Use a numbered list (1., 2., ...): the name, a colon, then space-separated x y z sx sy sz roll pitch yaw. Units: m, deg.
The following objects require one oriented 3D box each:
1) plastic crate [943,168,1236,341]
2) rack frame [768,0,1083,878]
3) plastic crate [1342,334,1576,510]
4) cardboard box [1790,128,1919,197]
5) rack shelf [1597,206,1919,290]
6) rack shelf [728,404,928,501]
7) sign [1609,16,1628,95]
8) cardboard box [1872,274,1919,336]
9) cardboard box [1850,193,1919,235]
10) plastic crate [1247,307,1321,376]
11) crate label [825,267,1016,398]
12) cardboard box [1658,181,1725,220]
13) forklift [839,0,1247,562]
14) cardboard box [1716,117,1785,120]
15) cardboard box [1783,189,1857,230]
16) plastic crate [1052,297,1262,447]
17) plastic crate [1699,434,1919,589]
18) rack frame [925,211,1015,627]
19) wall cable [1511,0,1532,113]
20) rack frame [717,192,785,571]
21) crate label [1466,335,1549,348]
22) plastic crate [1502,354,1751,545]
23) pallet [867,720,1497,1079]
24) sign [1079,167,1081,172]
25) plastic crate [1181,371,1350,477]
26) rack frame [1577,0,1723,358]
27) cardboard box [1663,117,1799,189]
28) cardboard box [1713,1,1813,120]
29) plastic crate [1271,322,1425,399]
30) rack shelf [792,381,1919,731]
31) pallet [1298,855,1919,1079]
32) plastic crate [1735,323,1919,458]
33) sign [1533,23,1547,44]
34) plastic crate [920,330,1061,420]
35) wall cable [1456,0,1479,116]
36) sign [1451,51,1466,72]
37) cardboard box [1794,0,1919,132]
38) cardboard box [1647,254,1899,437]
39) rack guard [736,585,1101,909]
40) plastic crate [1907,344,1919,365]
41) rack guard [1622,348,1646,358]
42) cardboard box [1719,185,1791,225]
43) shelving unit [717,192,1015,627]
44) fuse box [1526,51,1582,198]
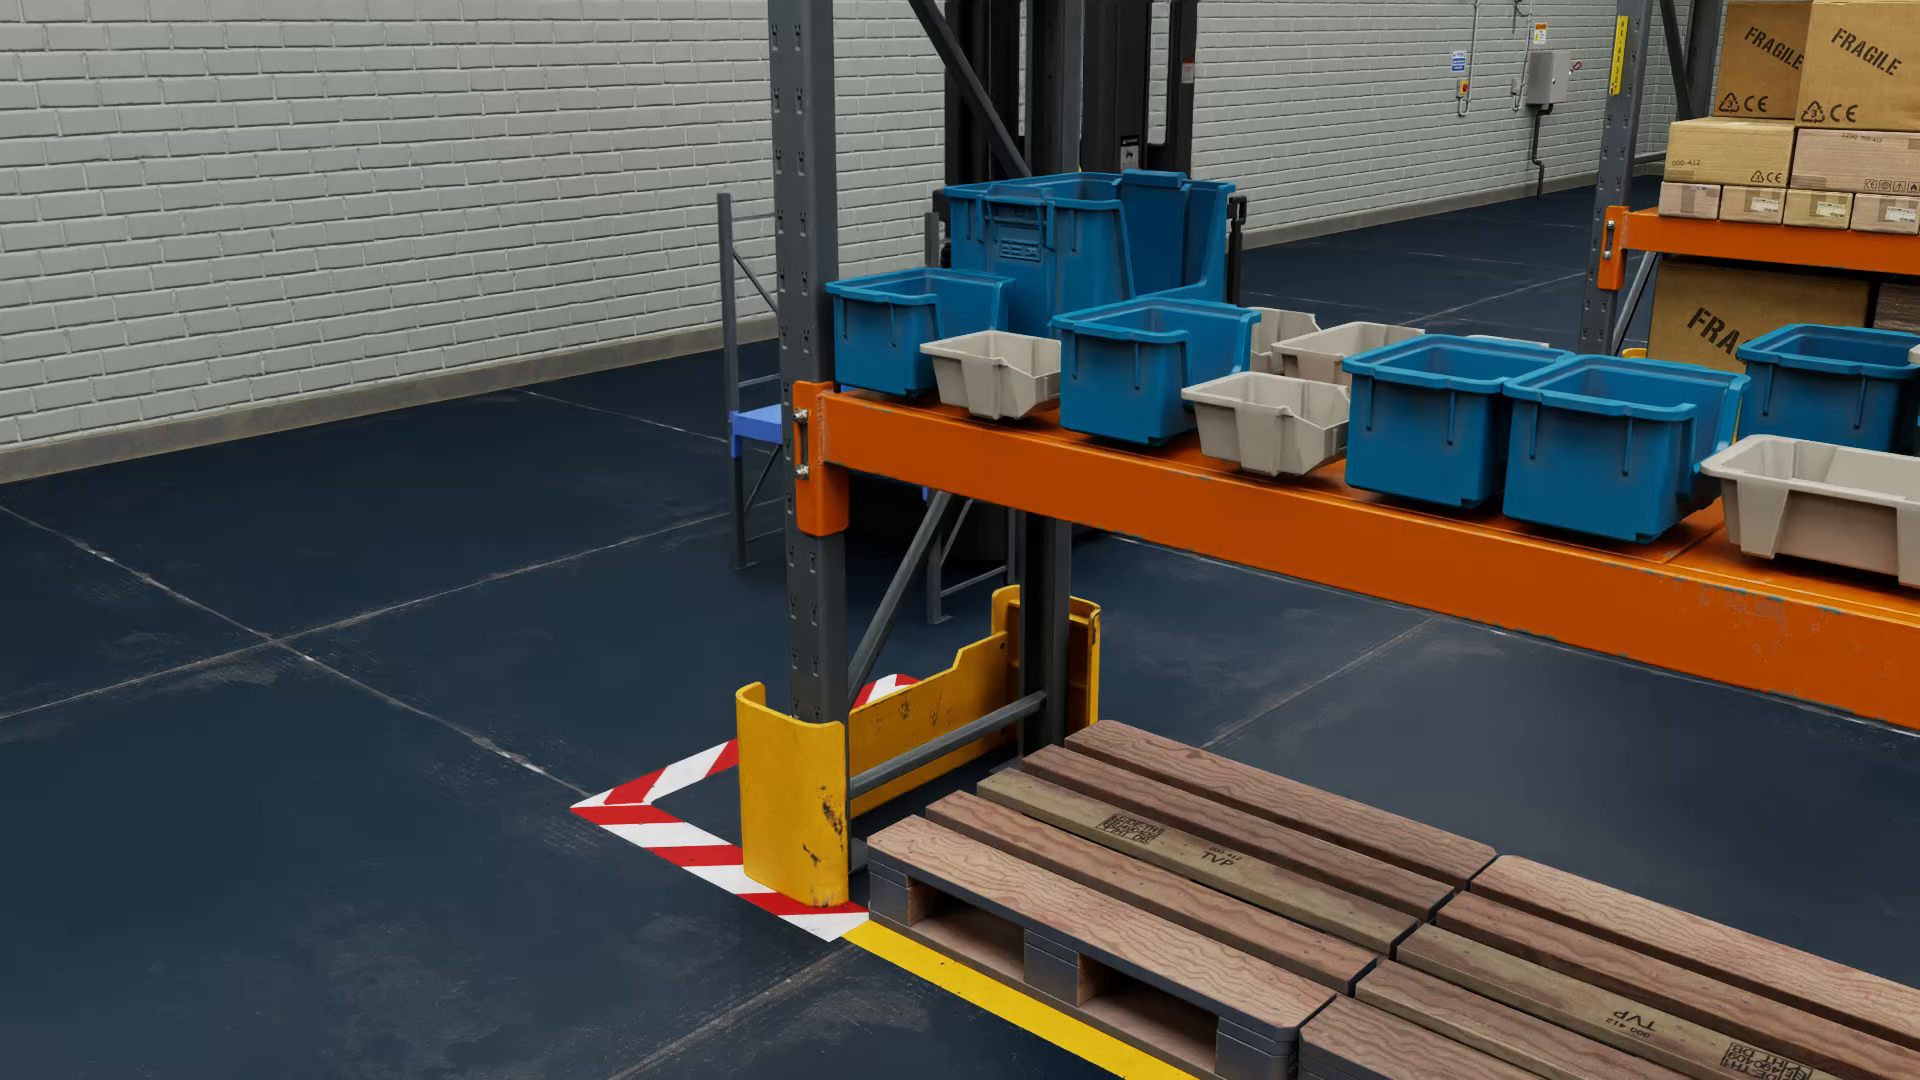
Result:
1. plastic crate: 0.320 -0.678 4.132 0.499 0.435 0.616 15 23 39
2. rack frame: -0.054 -0.658 4.225 0.127 3.000 1.000 15 23 39
3. plastic crate: 0.897 -0.218 3.018 0.300 0.233 0.416 15 23 39
4. cardboard box: 3.807 -1.588 6.914 0.500 0.250 0.500 15 23 39
5. rack shelf: 4.730 -1.034 6.600 4.000 0.370 1.077 15 23 39
6. rack shelf: -0.352 -0.383 6.433 1.000 0.185 0.538 14 22 36
7. sign: 2.861 -2.104 7.221 0.005 0.325 0.100 15 23 39
8. cardboard box: 4.446 -0.673 7.090 0.875 0.875 0.875 15 23 39
9. cardboard box: 3.861 -1.358 6.847 0.250 0.149 0.380 15 23 38
10. plastic crate: 0.676 -0.438 3.869 0.243 0.136 0.396 15 23 39
11. crate label: -0.088 -0.482 3.851 0.303 0.233 0.416 15 23 39
12. cardboard box: 3.280 -1.513 7.334 0.250 0.149 0.380 15 23 40
13. forklift: 0.703 -1.681 7.564 1.130 2.935 3.031 15 23 38
14. cardboard box: 3.772 -1.811 7.616 0.500 0.250 0.500 15 23 38
15. cardboard box: 3.665 -1.410 7.011 0.250 0.149 0.380 14 23 38
16. plastic crate: 0.405 -0.350 3.434 0.300 0.233 0.416 15 23 39
17. plastic crate: 1.436 -0.039 2.613 0.466 0.136 0.293 15 23 39
18. rack frame: 0.046 -0.459 6.078 0.032 1.500 0.500 14 22 36
19. wall cable: 6.511 -5.955 19.237 0.122 1.984 0.588 15 23 39
20. rack frame: -0.750 -0.650 6.680 0.032 1.500 0.500 14 22 36
21. crate label: 1.108 -0.326 3.517 0.243 0.136 0.396 15 23 39
22. plastic crate: 1.121 -0.158 2.828 0.300 0.233 0.416 15 23 39
23. pallet: 0.537 0.846 4.098 1.213 0.211 1.003 15 23 39
24. sign: 0.299 -0.863 4.603 0.005 0.325 0.100 15 23 39
25. plastic crate: 0.605 -0.217 3.174 0.298 0.136 0.250 15 23 39
26. rack frame: 3.234 -1.778 7.756 0.127 3.000 1.000 15 23 39
27. cardboard box: 3.413 -1.691 7.238 0.500 0.250 0.500 14 23 38
28. cardboard box: 3.773 -2.168 7.500 0.500 0.500 0.500 15 23 40
29. plastic crate: 0.883 -0.376 3.676 0.243 0.136 0.396 15 23 39
30. rack shelf: 1.442 0.087 3.069 4.000 0.370 1.077 15 23 39
31. pallet: 1.445 1.091 3.326 1.213 0.211 1.003 15 23 39
32. plastic crate: 1.652 -0.252 3.125 0.300 0.233 0.416 15 23 39
33. sign: 6.891 -6.016 19.744 0.001 0.242 0.339 15 23 39
34. plastic crate: 0.097 -0.353 3.603 0.298 0.136 0.250 15 23 39
35. wall cable: 5.579 -5.646 18.213 0.123 1.953 0.585 15 23 39
36. sign: 5.501 -5.277 18.335 0.001 0.218 0.327 15 23 39
37. cardboard box: 3.787 -1.948 6.808 0.500 0.500 0.500 14 23 38
38. cardboard box: 3.765 -0.855 7.666 0.875 0.875 0.875 15 23 39
39. rack guard: -0.081 0.532 4.609 0.348 0.500 1.175 15 23 39
40. plastic crate: 1.918 -0.175 2.801 0.530 0.282 0.437 15 23 39
41. rack guard: 3.216 -0.592 8.149 0.348 0.500 1.175 15 23 39
42. cardboard box: 3.473 -1.461 7.173 0.250 0.149 0.380 15 23 38
43. shelving unit: -0.352 -0.554 6.379 1.048 1.500 0.538 14 22 36
44. fuse box: 7.082 -4.979 19.972 0.414 1.711 0.539 15 23 39
